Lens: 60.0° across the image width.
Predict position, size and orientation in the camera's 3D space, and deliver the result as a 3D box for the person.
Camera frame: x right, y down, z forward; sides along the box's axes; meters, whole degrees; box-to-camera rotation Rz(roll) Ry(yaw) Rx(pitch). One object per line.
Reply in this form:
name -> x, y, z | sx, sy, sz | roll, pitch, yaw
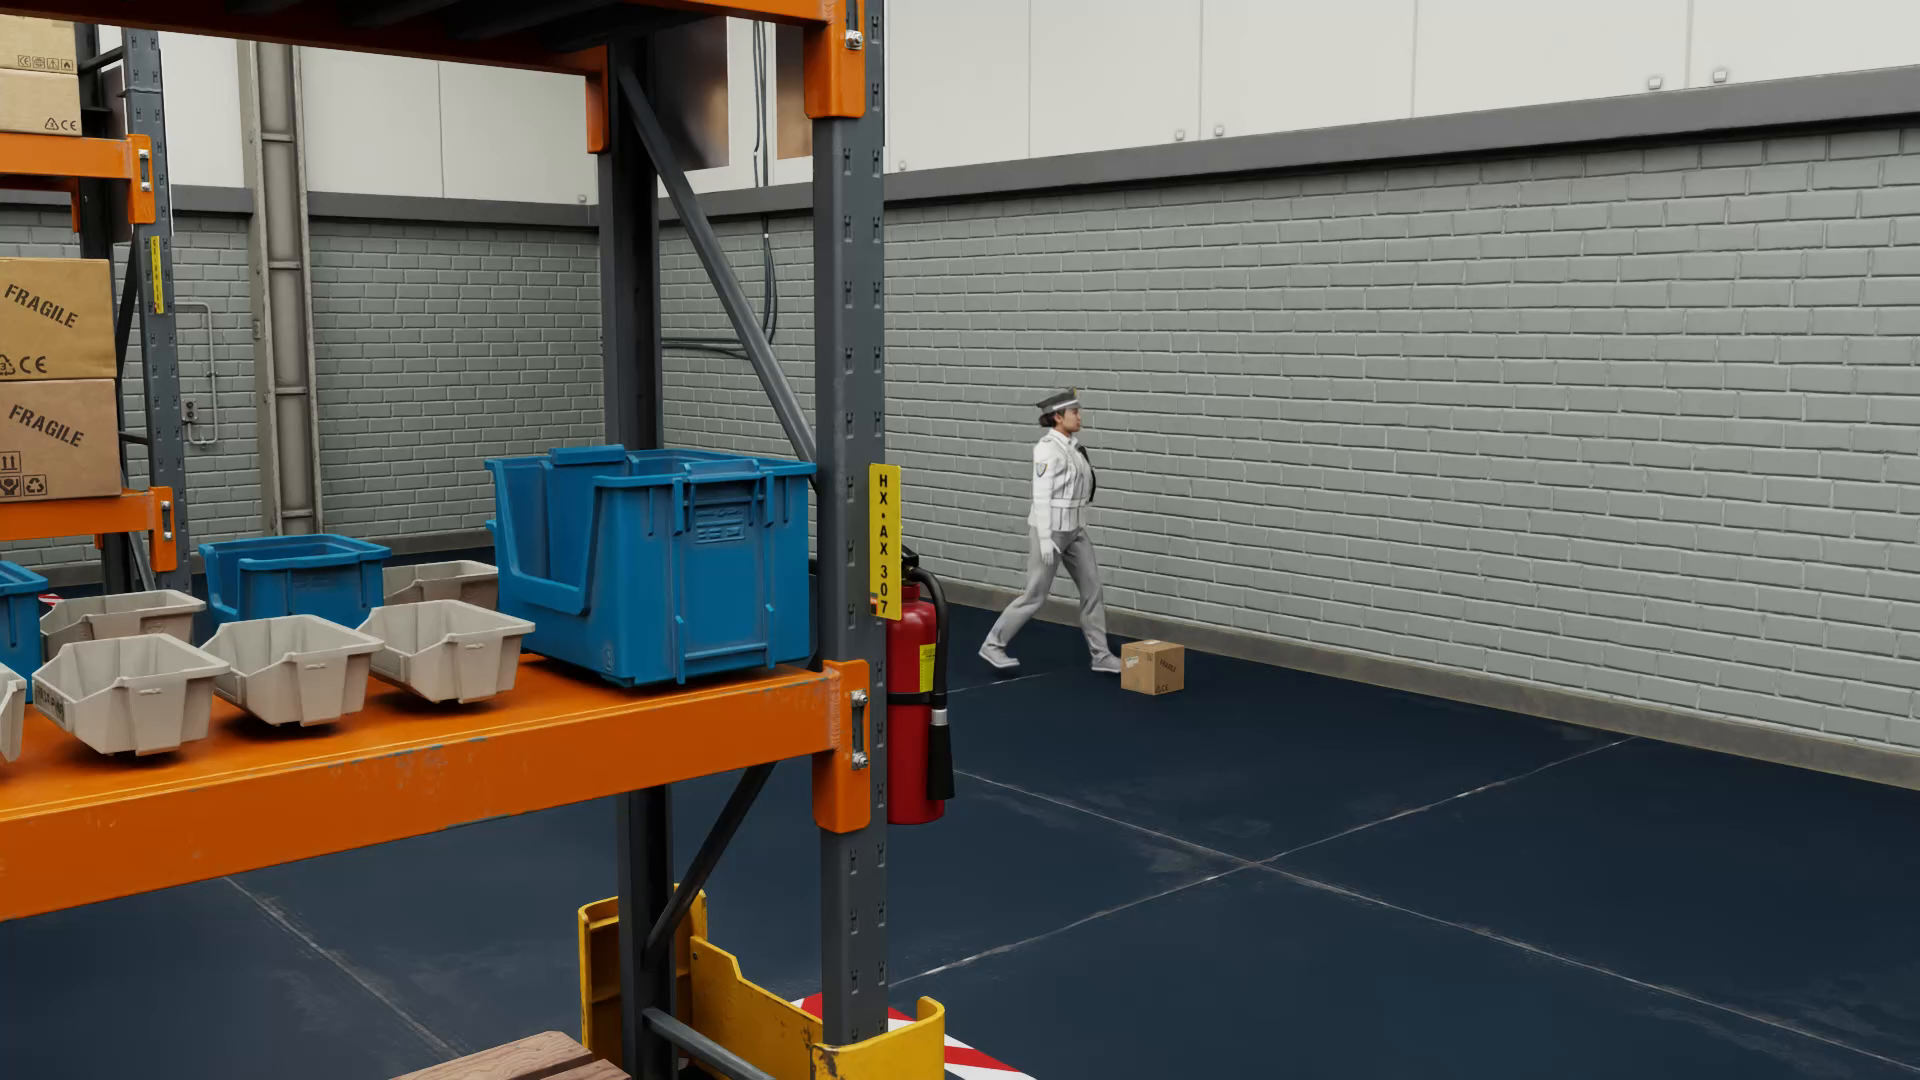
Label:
person -> 0.571, -0.054, 9.532 | 0.872, 1.652, 0.523 | 4, 9, 28
